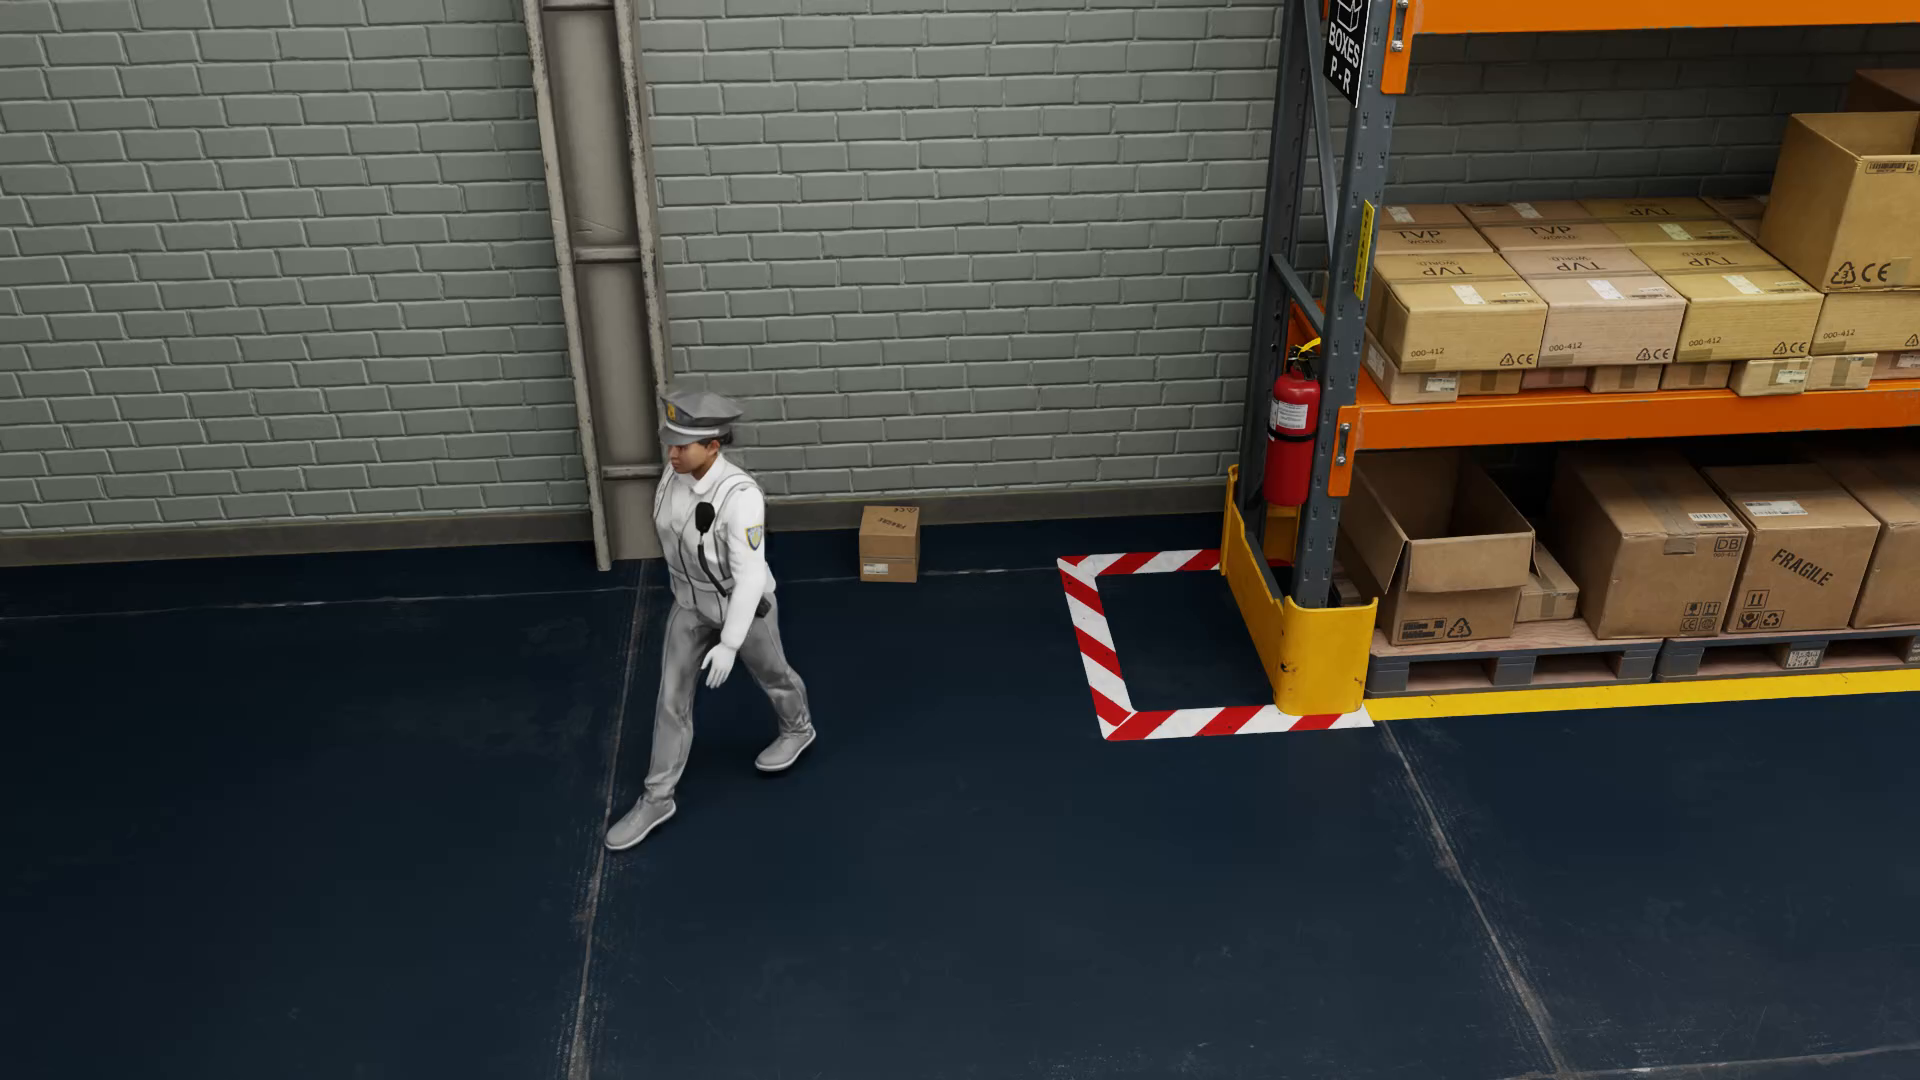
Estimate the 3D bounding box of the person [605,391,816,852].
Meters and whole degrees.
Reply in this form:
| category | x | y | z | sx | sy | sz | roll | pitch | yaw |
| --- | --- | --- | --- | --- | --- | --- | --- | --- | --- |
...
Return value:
| category | x | y | z | sx | sy | sz | roll | pitch | yaw |
| --- | --- | --- | --- | --- | --- | --- | --- | --- | --- |
| person | -0.854 | 0.252 | 5.692 | 0.513 | 1.650 | 0.907 | 21 | 37 | 30 |
